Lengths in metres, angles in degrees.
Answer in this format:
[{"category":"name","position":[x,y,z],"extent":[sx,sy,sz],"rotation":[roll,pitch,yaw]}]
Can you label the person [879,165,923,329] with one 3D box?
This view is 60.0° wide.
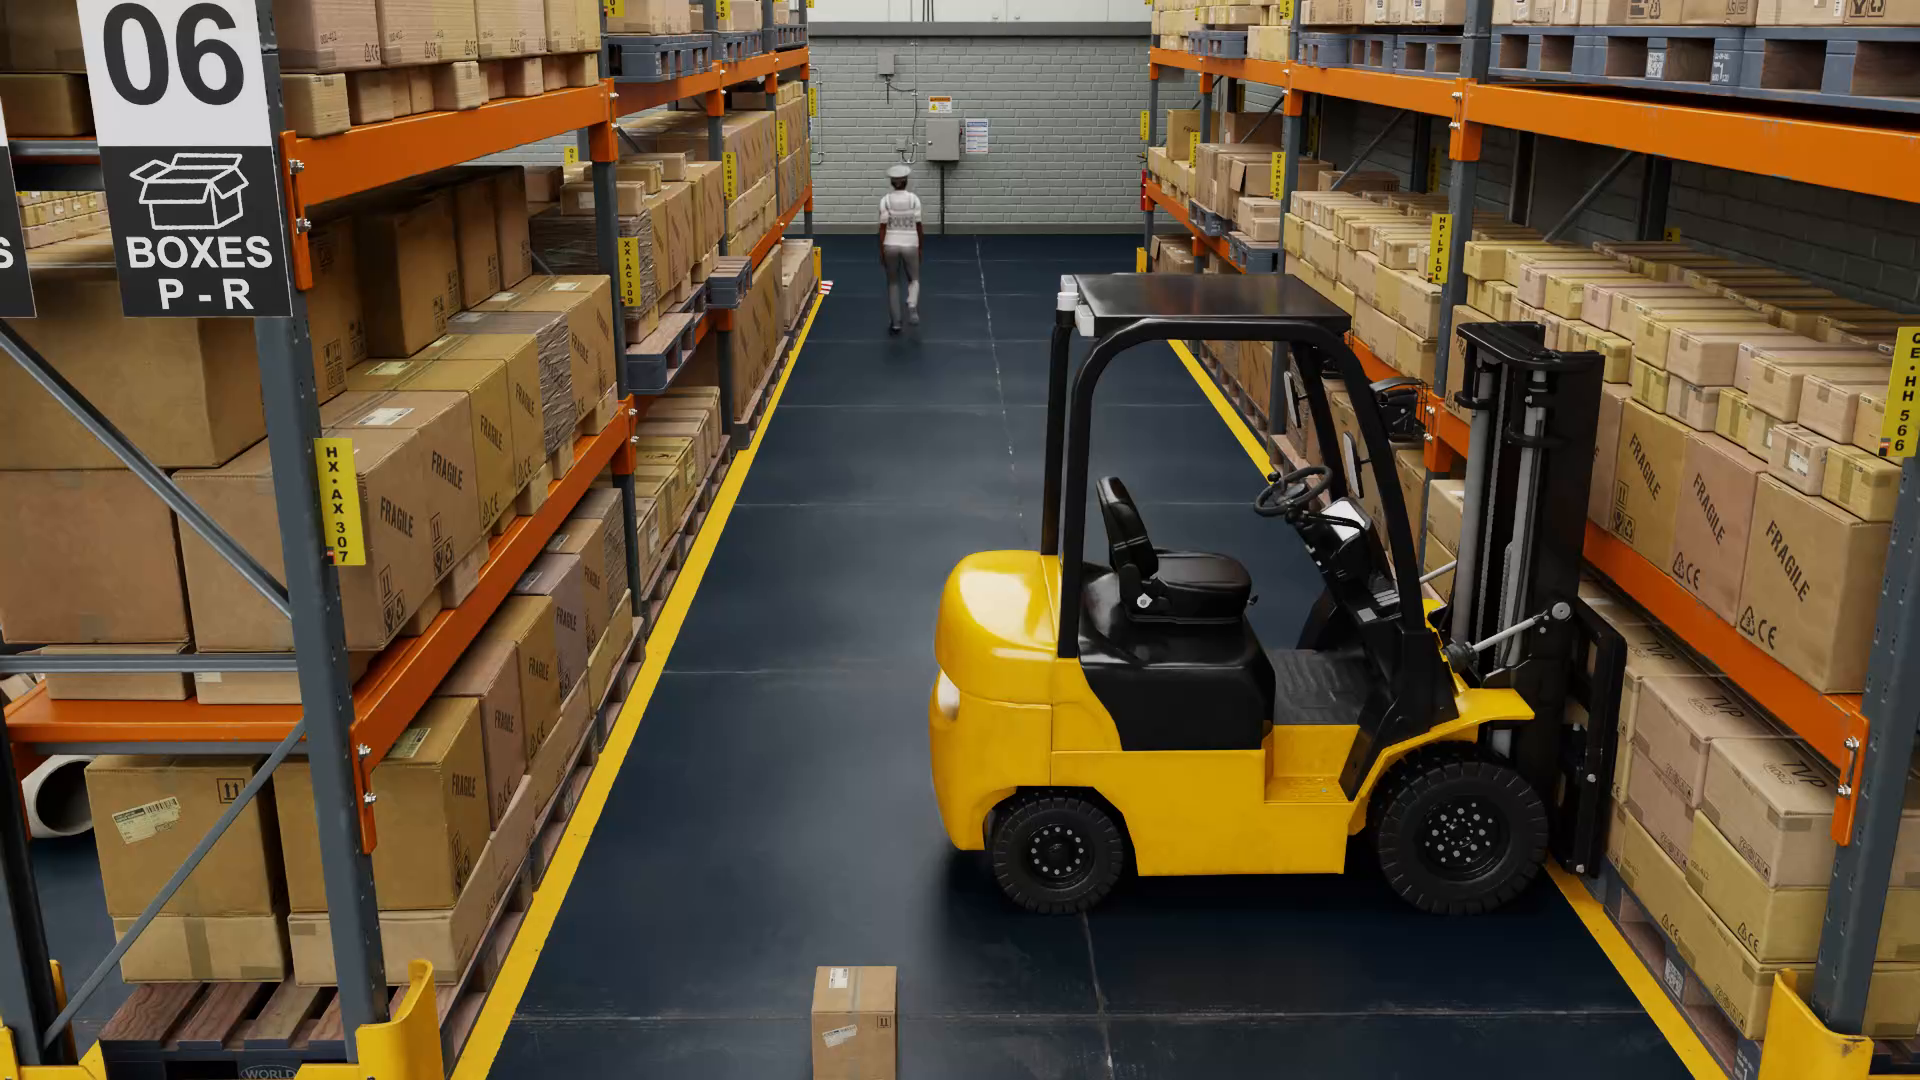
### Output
[{"category":"person","position":[-0.602,-2.977,17.029],"extent":[0.450,1.671,0.607],"rotation":[-1,17,-3]}]
